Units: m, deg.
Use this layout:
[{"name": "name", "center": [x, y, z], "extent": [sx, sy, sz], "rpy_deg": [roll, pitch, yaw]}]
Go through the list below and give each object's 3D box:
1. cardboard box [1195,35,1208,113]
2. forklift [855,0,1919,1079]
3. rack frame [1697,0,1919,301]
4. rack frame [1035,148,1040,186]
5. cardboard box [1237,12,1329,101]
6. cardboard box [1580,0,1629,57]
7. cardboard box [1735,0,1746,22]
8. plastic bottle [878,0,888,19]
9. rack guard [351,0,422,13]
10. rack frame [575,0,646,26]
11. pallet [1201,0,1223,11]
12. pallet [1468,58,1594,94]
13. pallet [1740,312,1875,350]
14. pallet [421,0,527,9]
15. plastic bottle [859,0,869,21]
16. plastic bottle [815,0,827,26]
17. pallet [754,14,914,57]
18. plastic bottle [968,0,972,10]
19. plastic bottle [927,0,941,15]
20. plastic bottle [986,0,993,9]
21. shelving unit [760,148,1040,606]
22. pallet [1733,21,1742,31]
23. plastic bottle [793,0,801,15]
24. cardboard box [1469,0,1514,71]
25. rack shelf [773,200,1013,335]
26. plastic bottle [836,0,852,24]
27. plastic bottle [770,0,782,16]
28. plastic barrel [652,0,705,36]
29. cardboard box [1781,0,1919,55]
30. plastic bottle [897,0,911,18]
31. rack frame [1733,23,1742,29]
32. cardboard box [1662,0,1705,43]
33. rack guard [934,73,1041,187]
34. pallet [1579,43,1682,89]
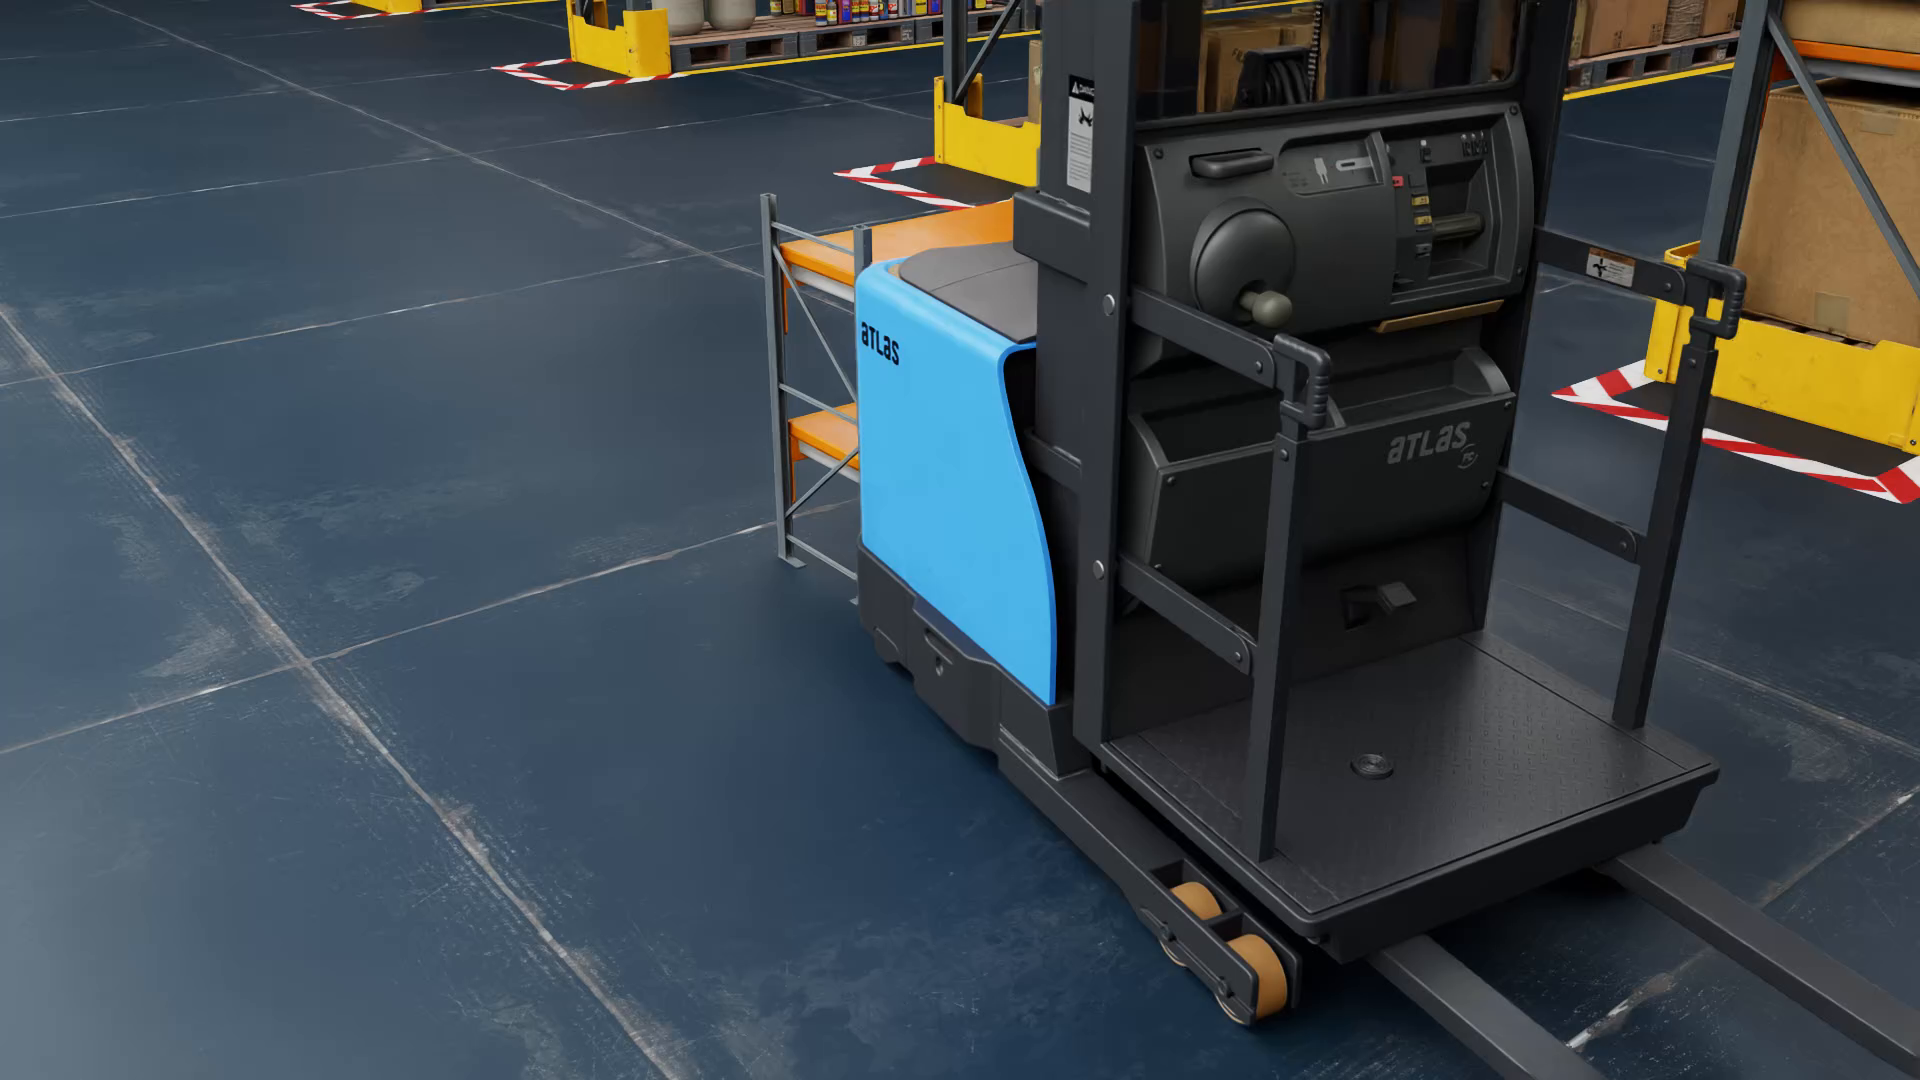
[{"name": "cardboard box", "center": [1.204, -2.931, 10.474], "extent": [0.500, 0.500, 0.500], "rpy_deg": [-10, 27, -21]}, {"name": "forklift", "center": [0.864, -0.610, 3.084], "extent": [1.130, 2.935, 3.031], "rpy_deg": [-13, 28, -26]}, {"name": "rack frame", "center": [3.234, -1.882, 5.742], "extent": [0.127, 3.000, 1.000], "rpy_deg": [-18, 31, -34]}, {"name": "rack frame", "center": [0.405, -0.644, 5.302], "extent": [0.032, 1.125, 0.500], "rpy_deg": [-18, 31, -34]}, {"name": "cardboard box", "center": [2.175, -3.218, 11.091], "extent": [0.500, 0.500, 0.500], "rpy_deg": [-22, 33, -38]}, {"name": "cardboard box", "center": [4.724, -4.072, 12.907], "extent": [0.500, 0.500, 0.700], "rpy_deg": [-21, 32, -38]}, {"name": "cardboard box", "center": [7.104, -5.029, 14.547], "extent": [0.875, 0.875, 1.225], "rpy_deg": [-20, 32, -36]}, {"name": "plastic bottle", "center": [-0.677, -4.690, 14.510], "extent": [0.097, 0.271, 0.097], "rpy_deg": [0, 25, 0]}, {"name": "rack guard", "center": [-5.876, -5.694, 16.925], "extent": [0.348, 0.500, 1.175], "rpy_deg": [-18, 31, -34]}, {"name": "rack frame", "center": [-2.803, -5.192, 12.875], "extent": [0.127, 3.000, 1.000], "rpy_deg": [-18, 31, -34]}, {"name": "pallet", "center": [1.899, -5.502, 16.854], "extent": [1.213, 0.211, 1.003], "rpy_deg": [-18, 31, -34]}, {"name": "pallet", "center": [4.012, -3.528, 12.602], "extent": [1.213, 0.211, 1.003], "rpy_deg": [-18, 31, -34]}, {"name": "pallet", "center": [3.815, -0.851, 6.833], "extent": [1.213, 0.211, 1.003], "rpy_deg": [-18, 31, -34]}, {"name": "pallet", "center": [-5.281, -5.782, 17.457], "extent": [1.213, 0.211, 1.003], "rpy_deg": [-18, 31, -34]}, {"name": "plastic bottle", "center": [-0.836, -4.637, 14.396], "extent": [0.097, 0.271, 0.097], "rpy_deg": [0, 25, 0]}, {"name": "plastic bottle", "center": [-1.184, -4.522, 14.149], "extent": [0.097, 0.271, 0.097], "rpy_deg": [0, 25, 0]}, {"name": "pallet", "center": [-1.171, -4.487, 14.668], "extent": [1.213, 0.211, 1.003], "rpy_deg": [-18, 31, -34]}, {"name": "plastic bottle", "center": [0.015, -4.967, 15.012], "extent": [0.185, 0.351, 0.144], "rpy_deg": [-19, 31, -35]}, {"name": "plastic bottle", "center": [-0.238, -4.830, 14.798], "extent": [0.133, 0.283, 0.061], "rpy_deg": [-16, 29, -31]}, {"name": "plastic bottle", "center": [0.251, -4.964, 15.184], "extent": [0.097, 0.201, 0.097], "rpy_deg": [0, 25, 0]}, {"name": "shelving unit", "center": [0.005, -0.512, 5.017], "extent": [1.048, 1.125, 0.538], "rpy_deg": [-18, 31, -34]}, {"name": "pallet", "center": [7.215, -4.545, 14.791], "extent": [1.213, 0.211, 1.003], "rpy_deg": [-18, 31, -34]}, {"name": "plastic bottle", "center": [-1.414, -4.835, 14.818], "extent": [0.135, 0.276, 0.152], "rpy_deg": [-18, 30, -34]}, {"name": "cardboard box", "center": [3.897, -3.809, 12.340], "extent": [0.500, 0.500, 0.700], "rpy_deg": [-21, 32, -38]}, {"name": "rack shelf", "center": [0.005, -0.777, 4.894], "extent": [1.000, 0.278, 0.538], "rpy_deg": [-18, 31, -34]}, {"name": "plastic bottle", "center": [-0.995, -4.580, 14.260], "extent": [0.133, 0.283, 0.061], "rpy_deg": [-18, 30, -33]}, {"name": "plastic bottle", "center": [-1.629, -4.745, 14.712], "extent": [0.097, 0.201, 0.097], "rpy_deg": [0, 25, 0]}, {"name": "plastic barrel", "center": [-2.333, -4.451, 13.733], "extent": [0.421, 0.512, 0.421], "rpy_deg": [0, 25, 0]}, {"name": "cardboard box", "center": [3.498, -2.062, 5.951], "extent": [0.550, 0.550, 0.875], "rpy_deg": [-18, 31, -34]}, {"name": "plastic bottle", "center": [-0.520, -4.758, 14.652], "extent": [0.135, 0.276, 0.152], "rpy_deg": [-18, 30, -33]}, {"name": "rack frame", "center": [6.548, -5.630, 13.817], "extent": [0.127, 3.000, 1.000], "rpy_deg": [-18, 31, -34]}, {"name": "cardboard box", "center": [5.605, -4.366, 13.542], "extent": [0.500, 0.500, 0.700], "rpy_deg": [-21, 32, -38]}, {"name": "rack guard", "center": [0.313, -2.437, 9.908], "extent": [0.348, 0.500, 1.175], "rpy_deg": [-18, 31, -34]}, {"name": "pallet", "center": [4.973, -3.847, 13.289], "extent": [1.213, 0.211, 1.003], "rpy_deg": [-18, 31, -34]}]
